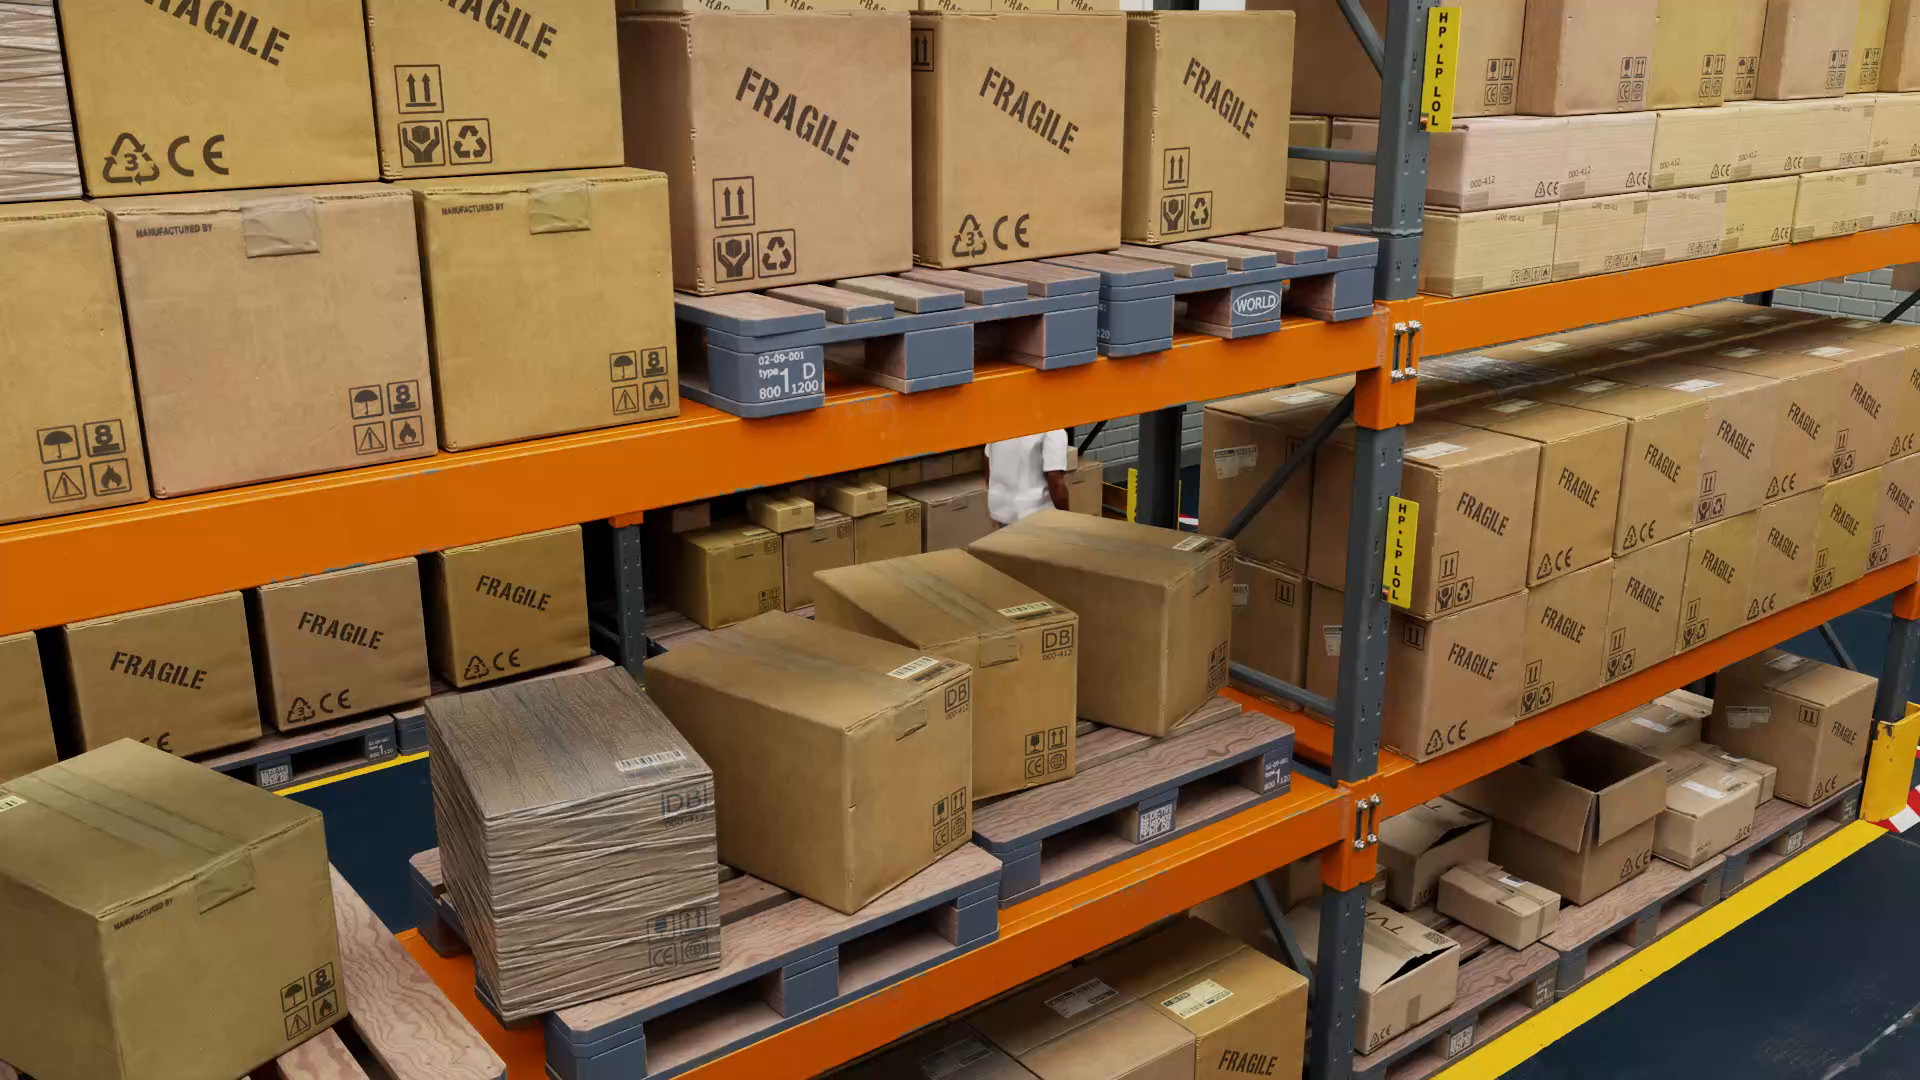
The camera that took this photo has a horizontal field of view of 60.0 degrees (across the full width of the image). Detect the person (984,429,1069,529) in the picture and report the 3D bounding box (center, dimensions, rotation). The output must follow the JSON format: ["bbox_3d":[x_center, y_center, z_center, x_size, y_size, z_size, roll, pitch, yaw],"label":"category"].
[{"bbox_3d":[0.407,-0.163,9.538,0.462,1.759,0.623,-15,23,-40],"label":"person"}]
